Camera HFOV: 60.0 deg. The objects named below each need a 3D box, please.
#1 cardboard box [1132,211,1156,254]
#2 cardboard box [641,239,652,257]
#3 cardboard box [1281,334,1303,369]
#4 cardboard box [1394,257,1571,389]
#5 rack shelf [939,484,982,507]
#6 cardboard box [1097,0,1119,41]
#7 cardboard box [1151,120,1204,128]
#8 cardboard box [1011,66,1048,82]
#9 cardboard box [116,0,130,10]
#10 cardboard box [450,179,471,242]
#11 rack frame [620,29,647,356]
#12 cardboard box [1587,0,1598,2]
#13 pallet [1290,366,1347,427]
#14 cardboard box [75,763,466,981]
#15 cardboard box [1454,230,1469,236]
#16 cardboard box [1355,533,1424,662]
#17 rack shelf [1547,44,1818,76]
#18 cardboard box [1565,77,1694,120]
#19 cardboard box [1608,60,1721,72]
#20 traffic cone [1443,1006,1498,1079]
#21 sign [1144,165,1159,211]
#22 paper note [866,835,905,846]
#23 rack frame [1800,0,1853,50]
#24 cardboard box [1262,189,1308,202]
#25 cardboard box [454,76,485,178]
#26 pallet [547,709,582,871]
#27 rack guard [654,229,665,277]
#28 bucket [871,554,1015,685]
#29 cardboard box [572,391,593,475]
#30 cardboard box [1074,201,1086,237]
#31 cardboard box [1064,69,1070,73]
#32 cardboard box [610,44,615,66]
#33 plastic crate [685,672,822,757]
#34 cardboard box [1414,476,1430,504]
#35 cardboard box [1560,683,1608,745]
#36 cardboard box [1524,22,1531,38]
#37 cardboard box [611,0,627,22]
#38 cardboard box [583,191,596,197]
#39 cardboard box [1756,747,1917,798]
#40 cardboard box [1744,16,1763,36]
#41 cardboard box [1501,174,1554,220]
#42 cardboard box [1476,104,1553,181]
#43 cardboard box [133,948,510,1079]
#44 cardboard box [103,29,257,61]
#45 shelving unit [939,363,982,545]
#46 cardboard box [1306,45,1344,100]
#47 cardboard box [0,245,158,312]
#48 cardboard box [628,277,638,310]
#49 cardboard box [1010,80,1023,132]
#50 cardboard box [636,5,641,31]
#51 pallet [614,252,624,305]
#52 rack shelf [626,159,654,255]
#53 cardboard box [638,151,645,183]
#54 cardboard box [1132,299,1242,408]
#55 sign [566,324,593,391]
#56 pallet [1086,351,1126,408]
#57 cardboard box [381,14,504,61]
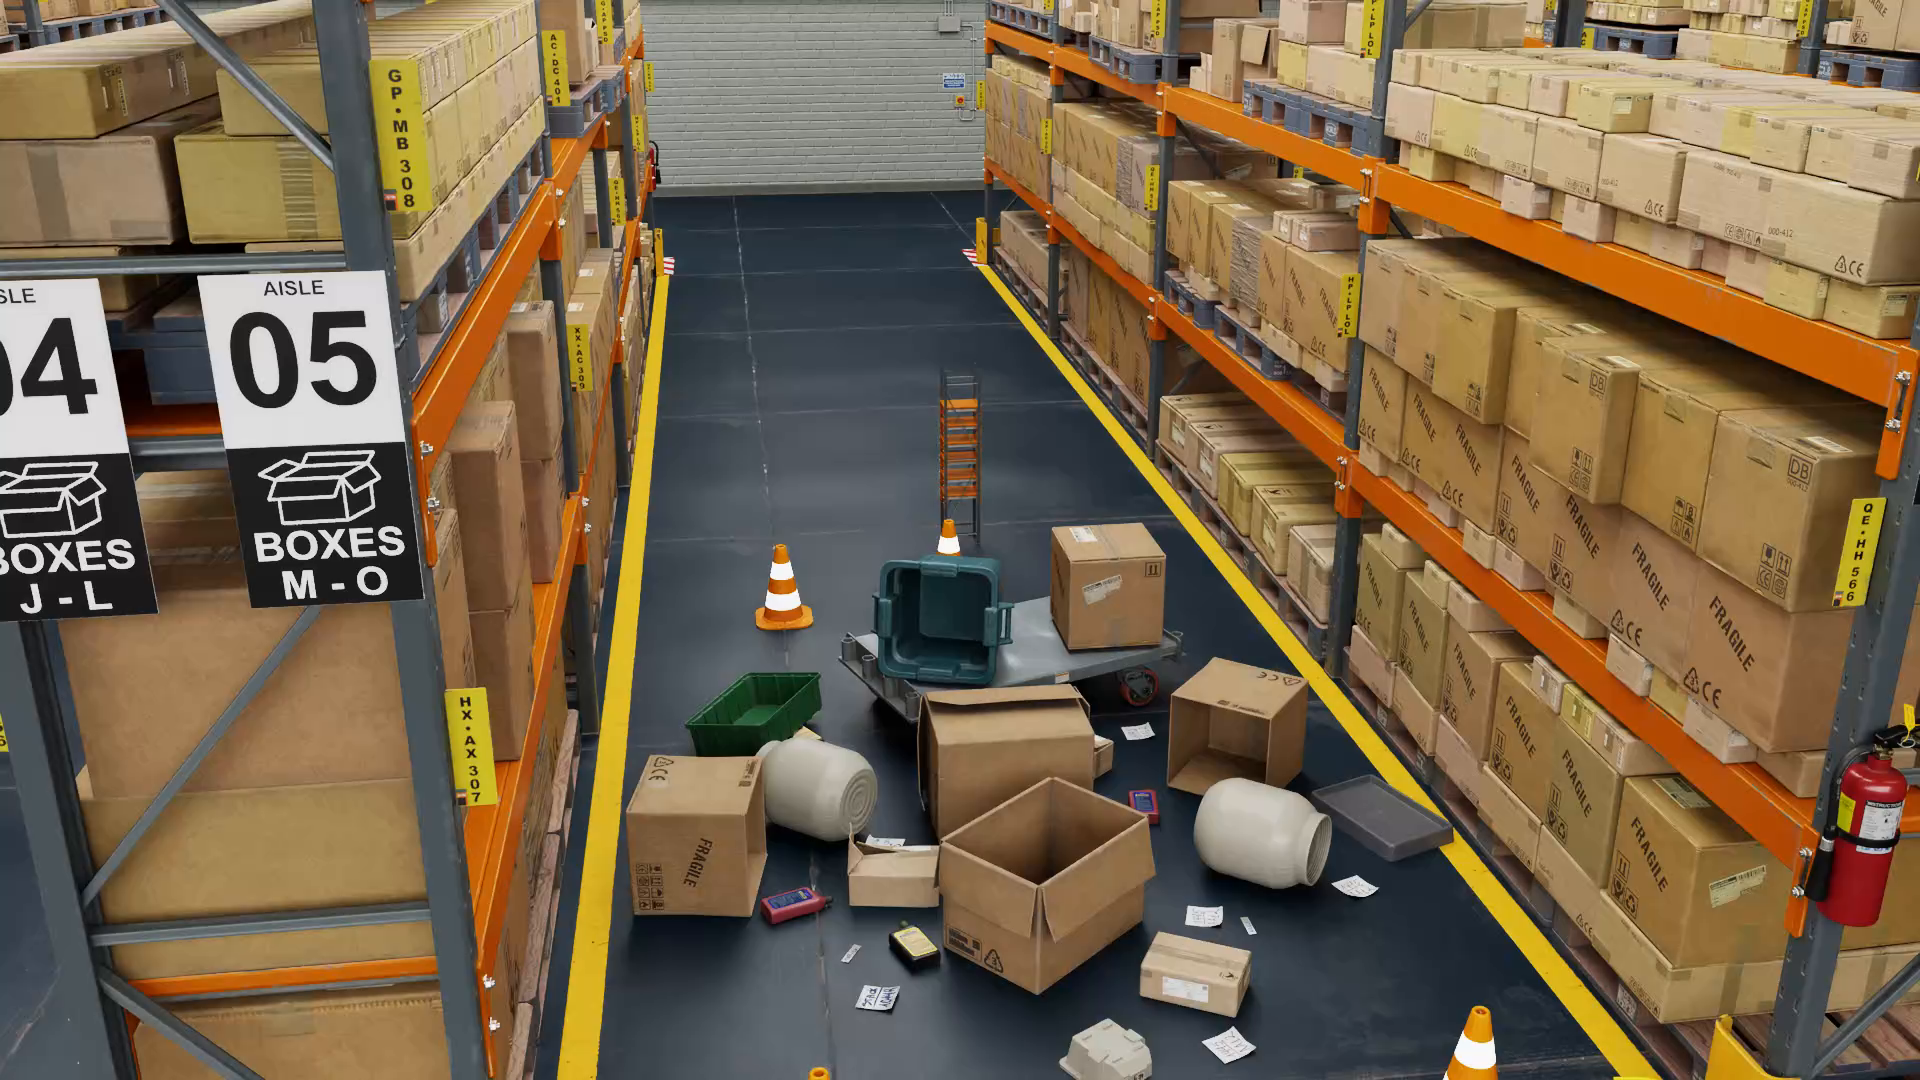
[{"bbox_3d":[1.632,-2.383,12.808,0.500,0.250,0.500,-3,21,-8],"label":"cardboard box"},{"bbox_3d":[-3.546,-3.162,18.020,0.380,0.149,0.250,-2,21,-6],"label":"cardboard box"},{"bbox_3d":[2.089,-1.102,9.638,0.380,0.149,0.250,-3,21,-9],"label":"cardboard box"},{"bbox_3d":[2.430,-0.992,7.589,0.700,0.500,0.500,-3,21,-7],"label":"cardboard box"},{"bbox_3d":[0.002,-0.291,11.092,0.258,0.103,0.180,-3,21,-8],"label":"rack shelf"},{"bbox_3d":[1.412,-4.308,13.434,0.500,0.500,0.500,-3,21,-7],"label":"cardboard box"},{"bbox_3d":[1.914,-3.288,14.161,0.500,0.500,0.500,-3,21,-7],"label":"cardboard box"},{"bbox_3d":[0.759,-4.977,17.755,0.380,0.149,0.250,-3,21,-9],"label":"cardboard box"},{"bbox_3d":[-8.917,-5.651,16.887,0.700,0.500,0.500,-4,21,-10],"label":"cardboard box"},{"bbox_3d":[-1.620,-0.938,4.769,0.380,0.149,0.250,-3,21,-7],"label":"cardboard box"},{"bbox_3d":[-3.508,-3.164,15.401,1.000,3.000,0.127,-3,21,-8],"label":"rack frame"},{"bbox_3d":[6.000,-5.067,15.398,0.380,0.149,0.250,-3,21,-9],"label":"cardboard box"},{"bbox_3d":[2.563,-0.861,9.509,1.003,0.211,1.213,-3,21,-8],"label":"pallet"},{"bbox_3d":[-1.876,0.794,4.588,0.875,0.550,0.550,-3,21,-8],"label":"cardboard box"},{"bbox_3d":[5.940,-3.237,18.569,0.700,0.500,0.500,-4,21,-10],"label":"cardboard box"},{"bbox_3d":[2.347,0.279,8.440,0.500,0.500,0.500,-2,21,-5],"label":"cardboard box"},{"bbox_3d":[6.576,-4.076,14.584,1.077,0.370,4.000,-3,21,-8],"label":"rack shelf"},{"bbox_3d":[2.558,-1.680,6.360,0.380,0.149,0.250,-3,21,-7],"label":"cardboard box"},{"bbox_3d":[3.021,-1.977,7.155,0.380,0.149,0.250,-2,21,-6],"label":"cardboard box"},{"bbox_3d":[1.767,1.811,5.707,0.336,0.463,0.334,-3,21,-8],"label":"traffic cone"},{"bbox_3d":[1.404,-2.577,12.174,0.100,0.325,0.005,-3,21,-8],"label":"sign"},{"bbox_3d":[-0.348,1.378,7.494,0.172,0.023,0.155,4,21,11],"label":"paper note"},{"bbox_3d":[6.864,-5.126,12.079,1.000,3.000,0.127,-3,21,-8],"label":"rack frame"},{"bbox_3d":[2.379,-2.125,11.450,0.500,0.500,0.500,-3,21,-9],"label":"cardboard box"},{"bbox_3d":[-1.741,-1.258,5.055,0.500,0.250,0.500,-3,21,-8],"label":"cardboard box"},{"bbox_3d":[-2.322,1.179,7.757,1.003,0.211,1.213,-3,21,-8],"label":"pallet"},{"bbox_3d":[-4.073,-3.352,19.476,1.175,0.500,0.348,-3,21,-8],"label":"rack guard"},{"bbox_3d":[-0.053,0.358,8.477,0.726,0.611,0.620,4,11,11],"label":"bucket"},{"bbox_3d":[-2.164,-0.637,8.491,0.500,0.500,0.500,-3,21,-7],"label":"cardboard box"},{"bbox_3d":[1.313,-2.856,14.789,0.500,0.250,0.500,-3,21,-8],"label":"cardboard box"},{"bbox_3d":[1.307,-5.008,17.838,0.380,0.149,0.250,-2,21,-6],"label":"cardboard box"},{"bbox_3d":[-2.906,-3.788,12.641,0.500,0.500,0.500,-3,21,-8],"label":"cardboard box"},{"bbox_3d":[-1.033,0.890,8.482,0.450,0.188,0.662,-2,18,24],"label":"plastic crate"},{"bbox_3d":[2.414,-0.261,7.986,0.380,0.149,0.250,-3,21,-8],"label":"cardboard box"},{"bbox_3d":[2.580,0.667,6.474,0.380,0.149,0.250,-3,21,-7],"label":"cardboard box"},{"bbox_3d":[5.911,-5.182,16.877,0.380,0.149,0.250,-3,21,-8],"label":"cardboard box"},{"bbox_3d":[-3.340,-4.912,15.293,0.500,0.250,0.500,-2,21,-6],"label":"cardboard box"},{"bbox_3d":[-2.916,-2.577,12.736,0.380,0.149,0.250,-4,21,-10],"label":"cardboard box"},{"bbox_3d":[2.840,0.705,5.401,0.380,0.149,0.250,-2,21,-6],"label":"cardboard box"},{"bbox_3d":[6.544,-4.131,13.346,0.380,0.149,0.250,-2,21,-7],"label":"cardboard box"},{"bbox_3d":[2.431,-1.395,6.737,0.380,0.149,0.250,-3,21,-9],"label":"cardboard box"},{"bbox_3d":[2.465,-1.635,6.808,0.500,0.250,0.500,-3,21,-7],"label":"cardboard box"},{"bbox_3d":[-1.941,1.558,5.195,0.875,0.875,0.875,-3,21,-7],"label":"cardboard box"},{"bbox_3d":[-2.345,-1.454,5.010,0.380,0.149,0.250,-3,21,-9],"label":"cardboard box"},{"bbox_3d":[0.002,-0.557,10.993,0.258,1.200,0.189,-3,21,-8],"label":"shelving unit"},{"bbox_3d":[2.234,-2.581,9.166,0.500,0.250,0.500,-3,21,-7],"label":"cardboard box"},{"bbox_3d":[-2.161,-0.638,3.967,0.380,0.149,0.250,-3,21,-8],"label":"cardboard box"},{"bbox_3d":[-3.089,-2.117,14.499,0.500,0.250,0.500,-2,21,-5],"label":"cardboard box"},{"bbox_3d":[0.823,-4.639,17.779,0.500,0.500,0.500,-3,21,-8],"label":"cardboard box"},{"bbox_3d":[-3.676,-5.564,17.752,0.500,0.250,0.500,-3,21,-8],"label":"cardboard box"},{"bbox_3d":[-3.139,-1.931,12.373,1.213,0.211,1.003,-3,21,-8],"label":"pallet"},{"bbox_3d":[-3.796,-3.520,17.381,1.077,0.370,4.000,-3,21,-8],"label":"rack shelf"},{"bbox_3d":[-3.445,-3.882,16.754,0.500,0.500,0.500,-3,21,-9],"label":"cardboard box"},{"bbox_3d":[1.935,-1.509,13.405,0.875,0.875,0.875,-3,21,-8],"label":"cardboard box"},{"bbox_3d":[-1.805,-0.865,7.896,0.100,0.325,0.005,-3,21,-8],"label":"sign"},{"bbox_3d":[1.741,-1.456,14.812,1.003,0.211,1.213,-3,21,-8],"label":"pallet"},{"bbox_3d":[-1.805,-1.751,5.807,0.380,0.149,0.250,-3,21,-8],"label":"cardboard box"}]
